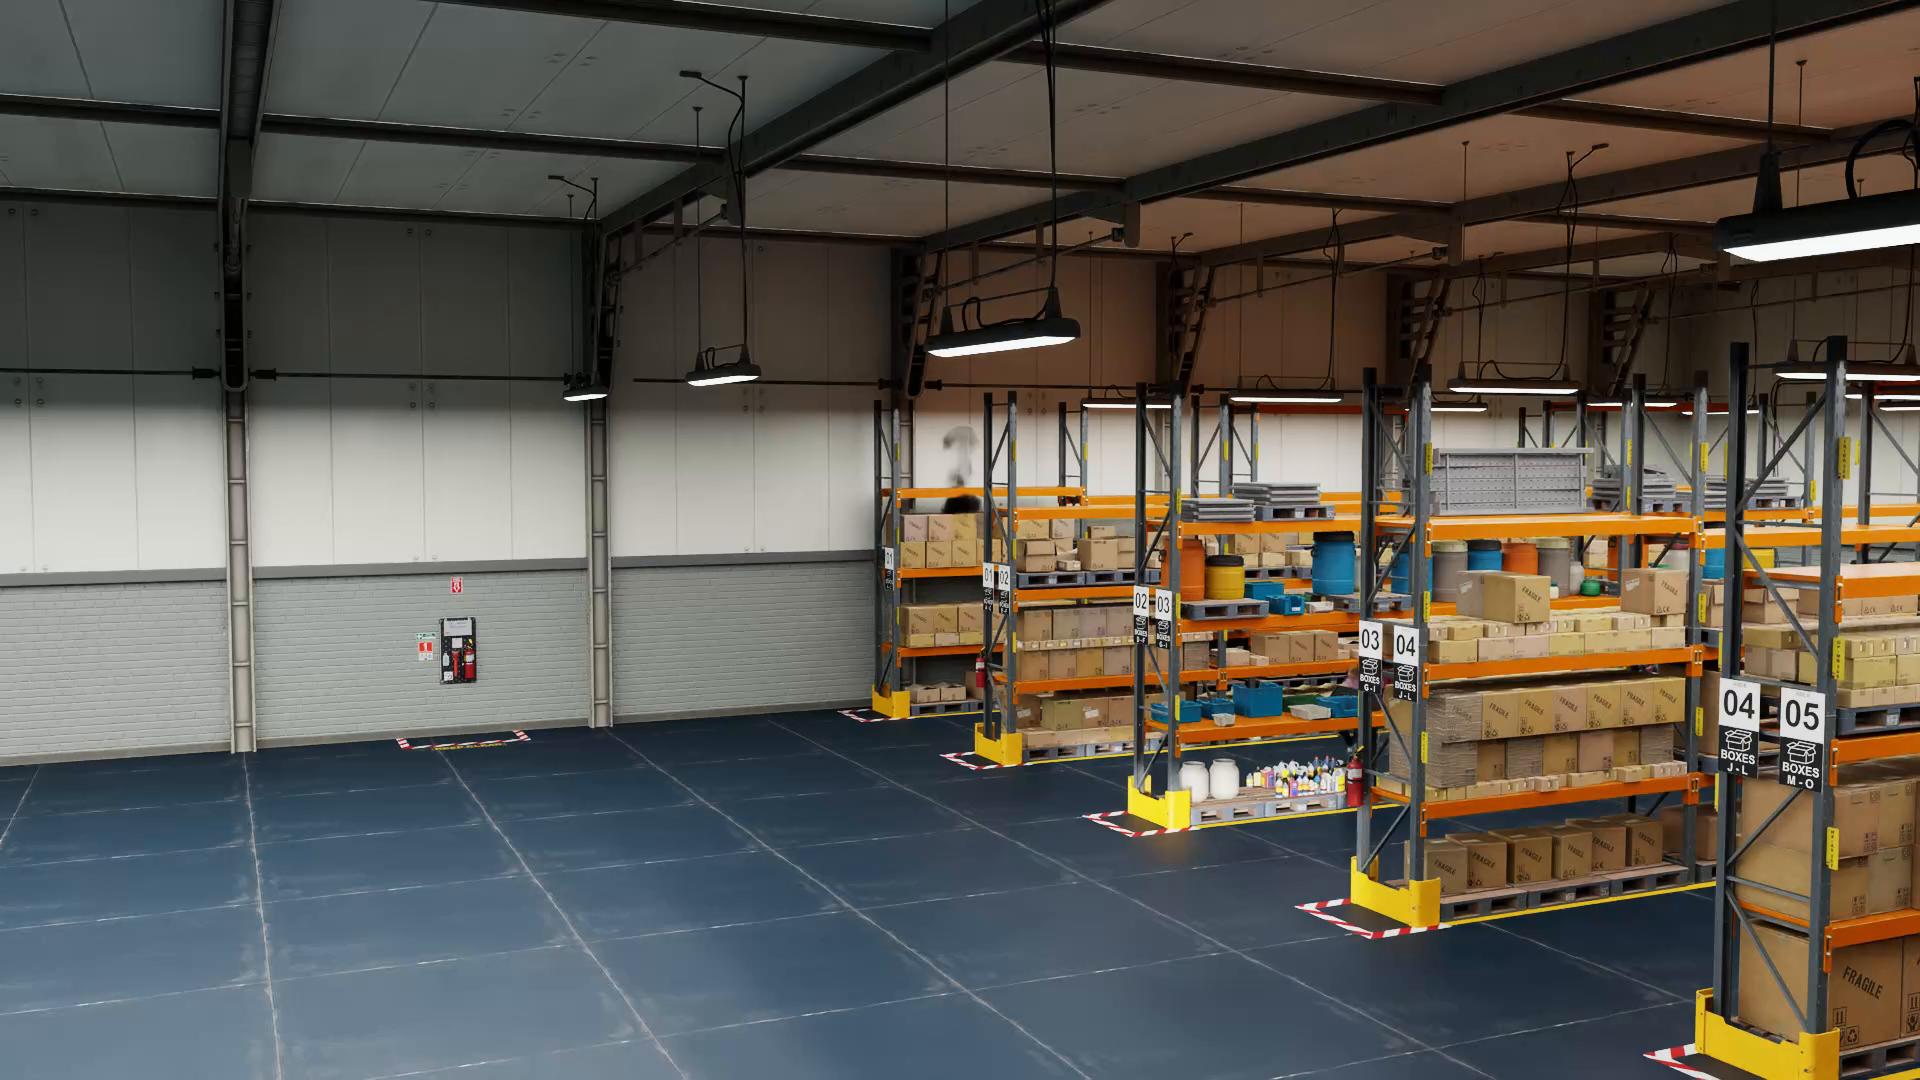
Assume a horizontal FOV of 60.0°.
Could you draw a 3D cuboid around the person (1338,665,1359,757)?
[{"bbox_3d":[6.349,2.800,26.967,0.690,1.557,0.504,-3,5,-43],"label":"person"}]
